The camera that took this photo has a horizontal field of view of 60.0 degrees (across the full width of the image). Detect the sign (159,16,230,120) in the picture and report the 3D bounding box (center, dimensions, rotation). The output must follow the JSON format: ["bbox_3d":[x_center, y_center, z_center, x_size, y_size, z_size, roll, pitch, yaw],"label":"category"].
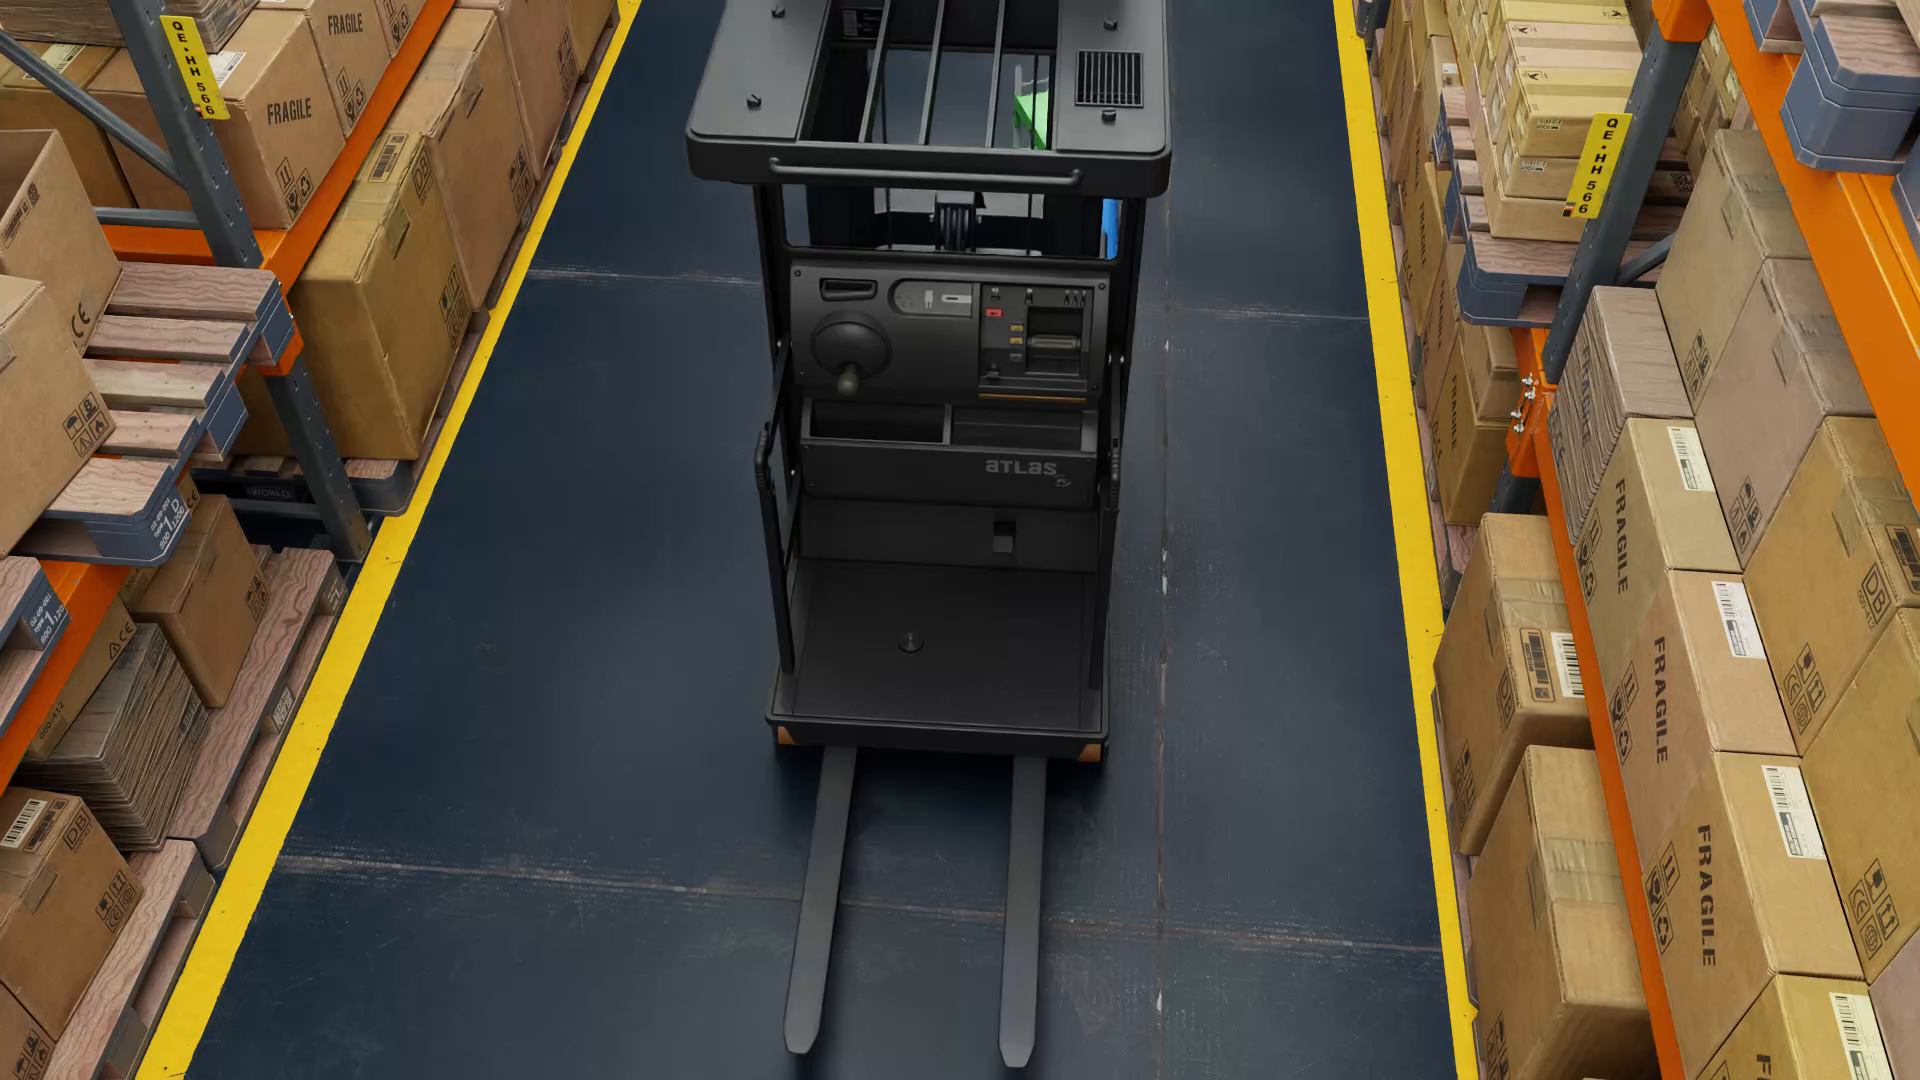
[{"bbox_3d":[-2.166,-1.333,4.706,0.100,0.325,0.005,4,48,4],"label":"sign"}]

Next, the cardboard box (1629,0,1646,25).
[{"bbox_3d":[2.584,-1.937,5.875,0.380,0.149,0.250,4,48,4],"label":"cardboard box"}]

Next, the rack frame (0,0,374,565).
[{"bbox_3d":[-2.707,-0.999,5.131,1.000,3.000,0.127,4,48,4],"label":"rack frame"}]

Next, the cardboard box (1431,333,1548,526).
[{"bbox_3d":[2.023,-0.390,5.983,0.500,0.500,0.500,4,48,3],"label":"cardboard box"}]

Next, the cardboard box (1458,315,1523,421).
[{"bbox_3d":[2.024,-0.662,5.724,0.500,0.250,0.500,3,48,3],"label":"cardboard box"}]

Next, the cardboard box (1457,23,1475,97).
[{"bbox_3d":[1.884,-1.596,5.562,0.380,0.149,0.250,3,48,3],"label":"cardboard box"}]

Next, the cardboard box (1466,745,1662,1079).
[{"bbox_3d":[2.002,1.111,4.441,1.050,0.750,0.750,5,48,4],"label":"cardboard box"}]

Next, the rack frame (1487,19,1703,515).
[{"bbox_3d":[2.223,-0.591,4.758,1.000,3.000,0.127,4,48,4],"label":"rack frame"}]

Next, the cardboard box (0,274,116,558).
[{"bbox_3d":[-2.668,-0.358,4.192,0.700,0.500,0.500,10,48,9],"label":"cardboard box"}]

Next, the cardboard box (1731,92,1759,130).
[{"bbox_3d":[2.459,-1.178,4.777,0.380,0.149,0.250,4,48,4],"label":"cardboard box"}]

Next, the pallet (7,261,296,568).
[{"bbox_3d":[-2.666,-0.403,4.716,1.213,0.211,1.003,4,48,4],"label":"pallet"}]

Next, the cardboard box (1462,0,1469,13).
[{"bbox_3d":[1.907,-1.898,5.637,0.380,0.149,0.250,4,48,3],"label":"cardboard box"}]

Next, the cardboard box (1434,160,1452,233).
[{"bbox_3d":[2.122,-1.407,6.405,0.500,0.250,0.500,5,48,4],"label":"cardboard box"}]

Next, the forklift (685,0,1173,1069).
[{"bbox_3d":[-0.045,-0.507,4.727,1.130,2.935,3.031,3,48,3],"label":"forklift"}]

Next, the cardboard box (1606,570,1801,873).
[{"bbox_3d":[1.823,0.431,3.755,0.500,0.500,0.500,4,48,3],"label":"cardboard box"}]

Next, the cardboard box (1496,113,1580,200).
[{"bbox_3d":[1.815,-1.142,4.946,0.380,0.149,0.250,5,48,4],"label":"cardboard box"}]

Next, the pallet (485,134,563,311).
[{"bbox_3d":[-2.446,-1.526,7.503,1.003,0.211,1.213,4,48,4],"label":"pallet"}]

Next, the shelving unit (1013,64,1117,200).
[{"bbox_3d":[0.397,-1.234,6.565,0.258,1.200,0.503,-13,49,-11],"label":"shelving unit"}]

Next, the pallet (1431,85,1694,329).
[{"bbox_3d":[2.182,-1.057,5.314,1.213,0.211,1.003,4,48,4],"label":"pallet"}]

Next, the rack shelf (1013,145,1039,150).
[{"bbox_3d":[0.397,-1.353,6.435,0.258,0.148,0.480,-13,49,-11],"label":"rack shelf"}]

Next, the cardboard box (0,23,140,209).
[{"bbox_3d":[-2.909,-1.412,5.441,0.500,0.500,0.500,5,48,5],"label":"cardboard box"}]

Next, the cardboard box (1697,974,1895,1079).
[{"bbox_3d":[1.732,1.171,3.079,0.500,0.500,0.500,4,48,4],"label":"cardboard box"}]

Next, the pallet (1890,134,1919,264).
[{"bbox_3d":[2.118,-0.241,2.533,1.003,0.211,1.213,6,48,5],"label":"pallet"}]

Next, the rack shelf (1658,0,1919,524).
[{"bbox_3d":[2.041,0.109,2.572,1.077,0.370,4.000,4,48,4],"label":"rack shelf"}]

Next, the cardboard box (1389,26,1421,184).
[{"bbox_3d":[2.210,-1.914,7.377,0.500,0.500,0.500,6,48,5],"label":"cardboard box"}]

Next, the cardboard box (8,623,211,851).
[{"bbox_3d":[-2.786,0.599,5.066,0.700,0.500,0.500,0,48,0],"label":"cardboard box"}]

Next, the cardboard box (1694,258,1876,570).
[{"bbox_3d":[2.128,-0.261,3.711,0.700,0.500,0.500,3,48,3],"label":"cardboard box"}]

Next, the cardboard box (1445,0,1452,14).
[{"bbox_3d":[1.932,-1.983,5.917,0.380,0.149,0.250,5,48,5],"label":"cardboard box"}]

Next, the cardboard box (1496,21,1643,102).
[{"bbox_3d":[1.836,-1.424,5.002,0.380,0.149,0.250,3,48,3],"label":"cardboard box"}]

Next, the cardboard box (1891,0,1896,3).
[{"bbox_3d":[1.938,-1.232,3.019,0.500,0.311,0.500,4,48,4],"label":"cardboard box"}]

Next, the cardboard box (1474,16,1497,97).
[{"bbox_3d":[1.859,-1.532,5.302,0.380,0.149,0.250,5,48,4],"label":"cardboard box"}]

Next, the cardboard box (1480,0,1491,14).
[{"bbox_3d":[1.881,-1.813,5.358,0.380,0.149,0.250,5,48,5],"label":"cardboard box"}]

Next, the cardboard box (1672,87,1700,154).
[{"bbox_3d":[2.514,-1.358,5.345,0.380,0.149,0.250,6,48,5],"label":"cardboard box"}]

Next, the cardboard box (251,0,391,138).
[{"bbox_3d":[-2.347,-1.750,5.750,0.500,0.500,0.500,3,48,2],"label":"cardboard box"}]

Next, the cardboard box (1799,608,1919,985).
[{"bbox_3d":[2.037,0.492,3.022,0.700,0.500,0.500,3,48,3],"label":"cardboard box"}]

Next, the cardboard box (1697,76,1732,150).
[{"bbox_3d":[2.490,-1.289,5.081,0.380,0.149,0.250,6,48,5],"label":"cardboard box"}]

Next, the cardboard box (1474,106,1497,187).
[{"bbox_3d":[1.835,-1.224,5.222,0.380,0.149,0.250,4,48,3],"label":"cardboard box"}]

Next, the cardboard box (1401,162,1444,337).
[{"bbox_3d":[2.106,-1.161,6.689,0.500,0.500,0.500,2,48,2],"label":"cardboard box"}]

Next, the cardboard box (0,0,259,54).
[{"bbox_3d":[-2.624,-1.907,5.214,0.797,0.503,0.637,5,48,5],"label":"cardboard box"}]

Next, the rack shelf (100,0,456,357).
[{"bbox_3d":[-2.525,-2.226,6.740,1.077,0.370,4.000,4,48,4],"label":"rack shelf"}]

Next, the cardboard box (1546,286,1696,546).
[{"bbox_3d":[1.913,-0.313,4.436,0.500,0.500,0.500,4,48,4],"label":"cardboard box"}]

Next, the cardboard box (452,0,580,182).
[{"bbox_3d":[-2.461,-2.234,7.416,1.225,0.875,0.875,2,48,2],"label":"cardboard box"}]

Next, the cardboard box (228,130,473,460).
[{"bbox_3d":[-2.623,-0.929,6.222,1.225,0.875,0.875,2,48,2],"label":"cardboard box"}]

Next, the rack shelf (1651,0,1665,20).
[{"bbox_3d":[2.405,-2.830,5.260,1.077,0.370,4.000,4,48,4],"label":"rack shelf"}]

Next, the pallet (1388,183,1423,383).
[{"bbox_3d":[2.410,-1.118,7.129,1.003,0.211,1.213,4,48,4],"label":"pallet"}]

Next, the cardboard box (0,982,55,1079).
[{"bbox_3d":[-2.881,1.426,4.309,0.700,0.500,0.500,0,48,0],"label":"cardboard box"}]

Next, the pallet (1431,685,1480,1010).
[{"bbox_3d":[2.076,0.925,5.261,1.003,0.211,1.213,4,48,4],"label":"pallet"}]

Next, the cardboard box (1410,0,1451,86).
[{"bbox_3d":[2.211,-2.165,7.098,0.500,0.250,0.500,5,48,5],"label":"cardboard box"}]

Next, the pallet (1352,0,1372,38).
[{"bbox_3d":[2.614,-3.085,8.929,1.003,0.211,1.213,4,48,4],"label":"pallet"}]

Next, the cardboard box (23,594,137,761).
[{"bbox_3d":[-2.776,0.328,4.805,0.500,0.250,0.500,9,48,8],"label":"cardboard box"}]

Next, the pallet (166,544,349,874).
[{"bbox_3d":[-2.780,0.517,5.635,1.003,0.211,1.213,4,48,4],"label":"pallet"}]

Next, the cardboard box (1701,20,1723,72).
[{"bbox_3d":[2.507,-1.553,5.120,0.380,0.149,0.250,4,48,3],"label":"cardboard box"}]
